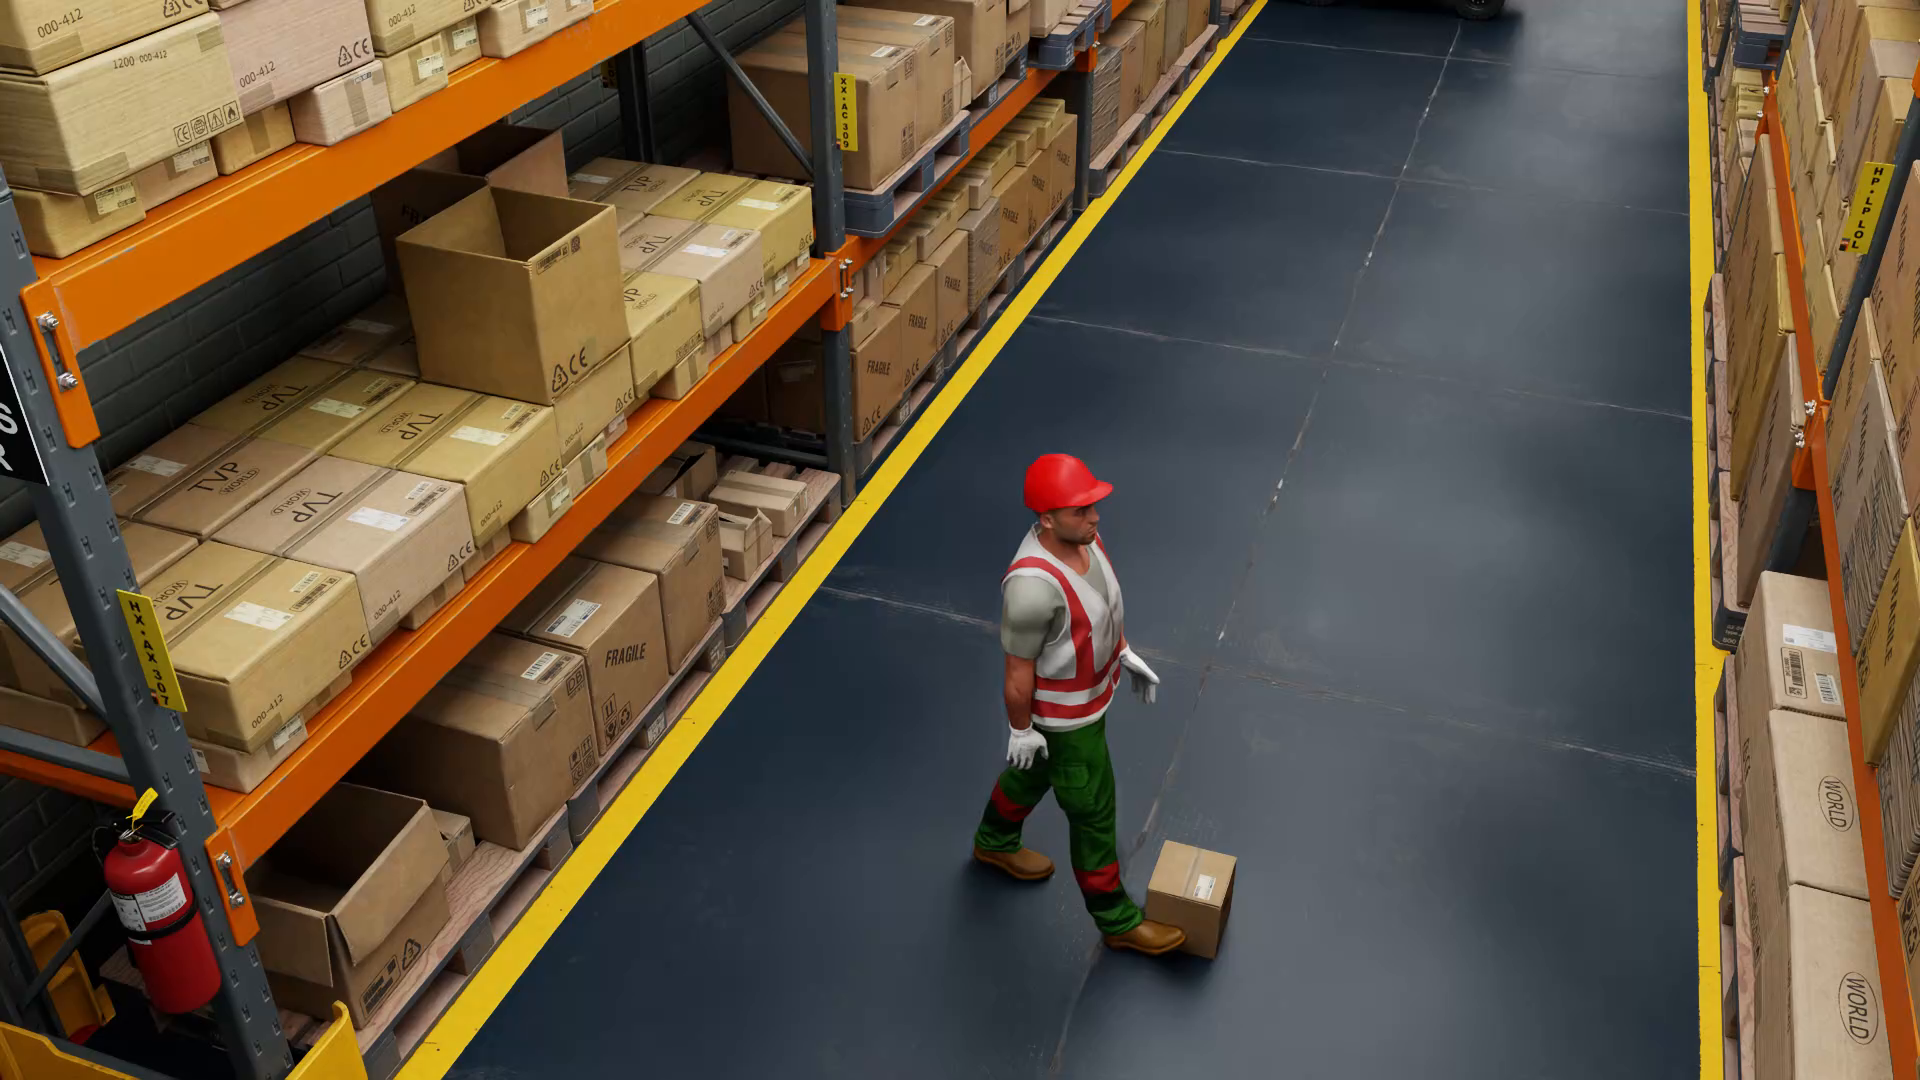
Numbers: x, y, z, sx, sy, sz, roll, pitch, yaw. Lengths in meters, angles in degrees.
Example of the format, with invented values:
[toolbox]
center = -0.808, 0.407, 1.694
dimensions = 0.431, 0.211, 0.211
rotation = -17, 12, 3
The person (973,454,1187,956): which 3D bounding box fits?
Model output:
[person]
center = 0.416, 0.520, 5.341
dimensions = 0.827, 1.779, 0.531
rotation = 11, 34, 16
